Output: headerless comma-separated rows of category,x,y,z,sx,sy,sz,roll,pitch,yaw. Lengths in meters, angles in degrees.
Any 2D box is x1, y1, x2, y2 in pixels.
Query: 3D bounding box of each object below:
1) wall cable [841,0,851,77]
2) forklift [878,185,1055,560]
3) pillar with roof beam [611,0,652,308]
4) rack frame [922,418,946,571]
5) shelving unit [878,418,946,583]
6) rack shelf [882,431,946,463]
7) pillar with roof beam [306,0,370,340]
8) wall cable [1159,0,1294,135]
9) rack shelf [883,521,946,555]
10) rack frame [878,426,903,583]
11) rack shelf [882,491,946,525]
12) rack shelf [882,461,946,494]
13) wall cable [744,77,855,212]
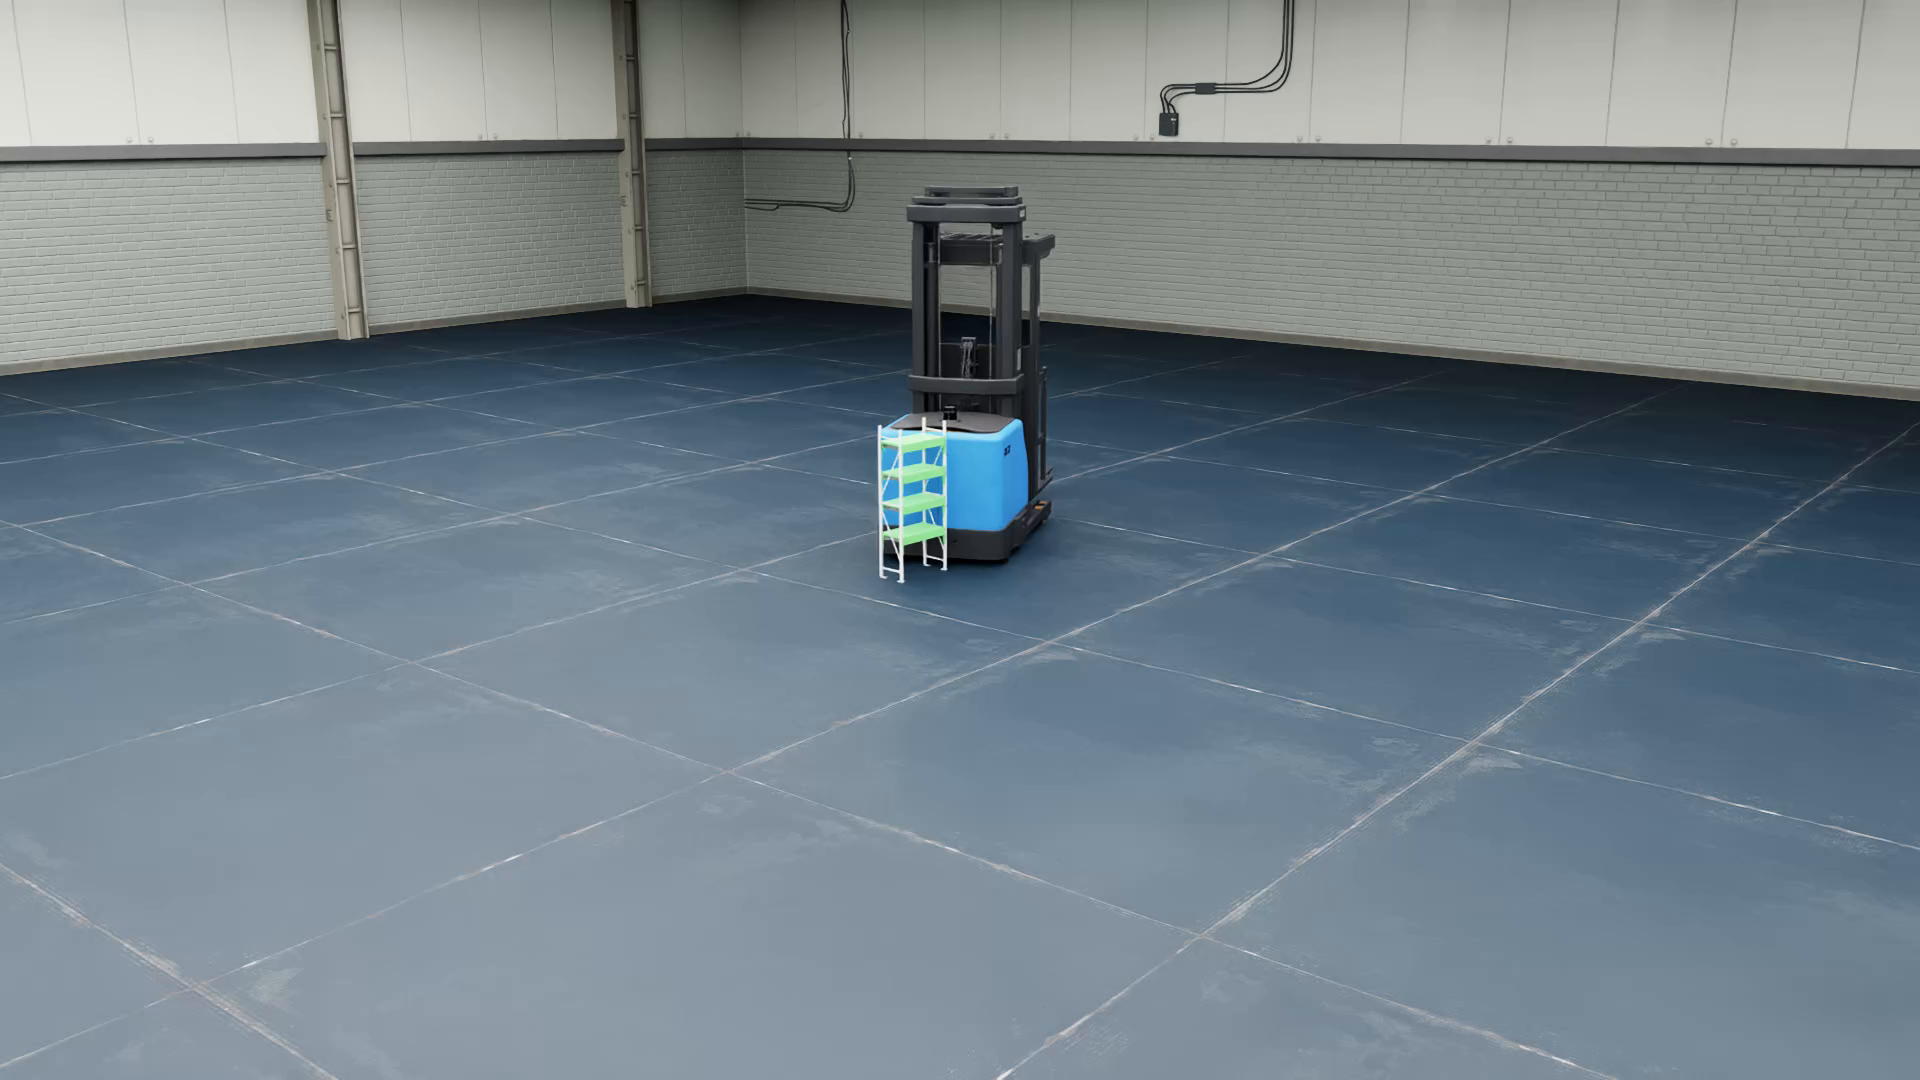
wall cable,-1.113,-9.681,30.003,3.097,2.526,0.112,11,18,38
forklift,0.193,-1.575,14.371,1.130,2.935,3.031,4,15,14
pillar with roof beam,-2.749,-8.131,27.853,9.100,9.000,0.400,11,18,38
rack frame,-0.201,-0.357,13.091,0.240,1.200,0.015,13,19,41
shelving unit,-0.366,-0.313,12.917,0.258,1.200,0.503,13,19,41
rack shelf,-0.366,-0.716,12.814,0.258,0.148,0.480,13,19,41
pillar with roof beam,-6.520,-6.982,23.330,9.100,9.000,0.400,11,18,38
wall cable,4.156,-9.333,25.677,2.305,6.003,0.169,11,18,38
rack shelf,-0.366,-0.018,12.991,0.258,0.148,0.480,13,19,41
rack frame,-0.531,-0.268,12.742,0.240,1.200,0.015,13,19,41
rack shelf,-0.366,-0.251,12.932,0.258,0.148,0.480,13,19,41
rack shelf,-0.366,-0.483,12.873,0.258,0.148,0.480,13,19,41
wall cable,-3.218,-7.652,32.273,3.097,2.526,0.112,11,18,38
